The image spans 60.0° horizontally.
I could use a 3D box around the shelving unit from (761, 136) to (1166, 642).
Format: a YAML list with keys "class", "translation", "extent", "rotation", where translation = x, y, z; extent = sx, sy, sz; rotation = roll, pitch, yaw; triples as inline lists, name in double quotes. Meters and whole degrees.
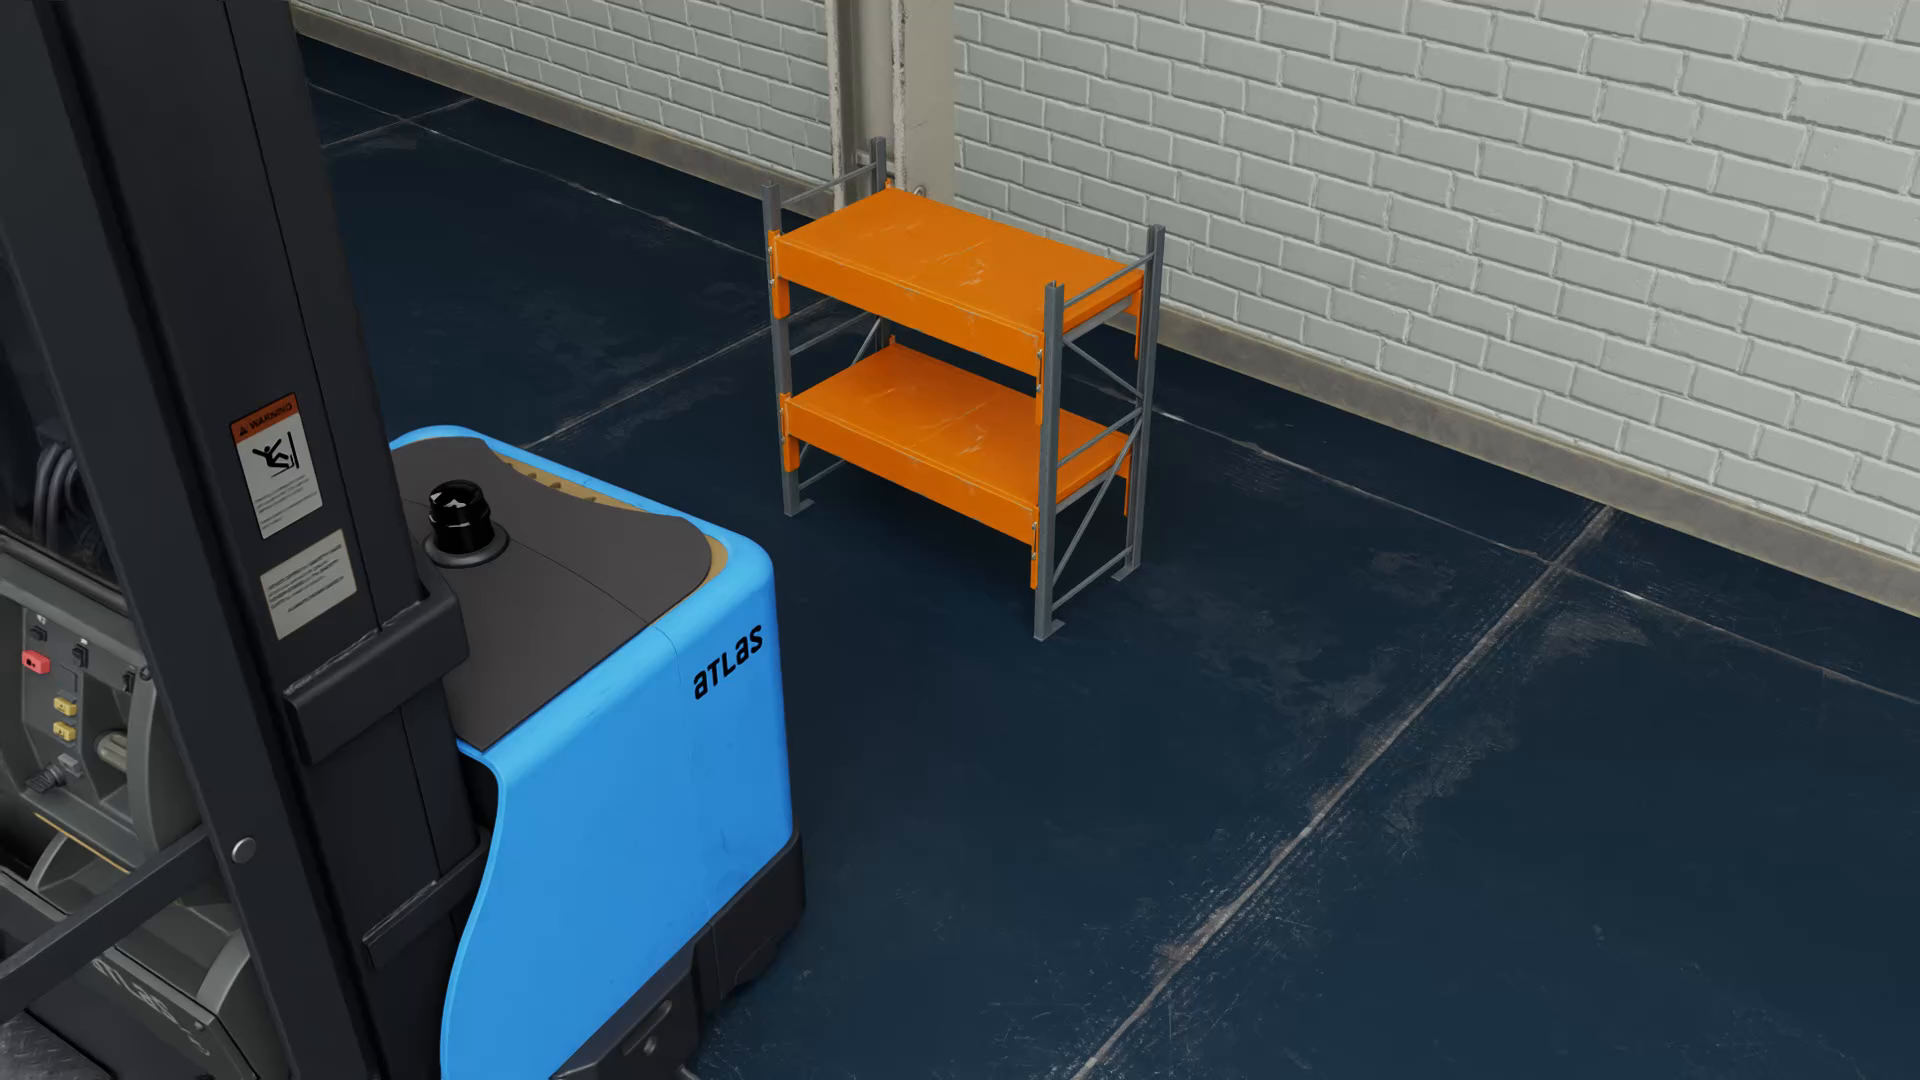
- class: "shelving unit"
  translation: [-0.005, -0.466, 4.935]
  extent: [1.048, 1.125, 0.538]
  rotation: [25, 42, 32]

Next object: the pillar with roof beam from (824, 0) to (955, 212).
- class: "pillar with roof beam"
  translation: [-3.023, -2.983, 1.645]
  extent: [0.400, 9.000, 9.100]
  rotation: [25, 42, 32]

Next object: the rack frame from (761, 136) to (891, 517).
- class: "rack frame"
  translation: [-0.396, -0.650, 5.203]
  extent: [0.032, 1.125, 0.500]
  rotation: [25, 42, 32]

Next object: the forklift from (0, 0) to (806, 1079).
- class: "forklift"
  translation: [-1.580, 0.243, 2.307]
  extent: [1.130, 2.935, 3.031]
  rotation: [20, 39, 26]

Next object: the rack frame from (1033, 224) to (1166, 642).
- class: "rack frame"
  translation: [0.385, -0.282, 4.667]
  extent: [0.032, 1.125, 0.500]
  rotation: [25, 42, 32]

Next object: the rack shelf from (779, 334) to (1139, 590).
- class: "rack shelf"
  translation: [-0.005, -0.265, 5.074]
  extent: [1.000, 0.278, 0.538]
  rotation: [25, 42, 32]

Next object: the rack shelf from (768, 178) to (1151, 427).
- class: "rack shelf"
  translation: [-0.005, -0.707, 4.769]
  extent: [1.000, 0.278, 0.538]
  rotation: [25, 42, 32]
